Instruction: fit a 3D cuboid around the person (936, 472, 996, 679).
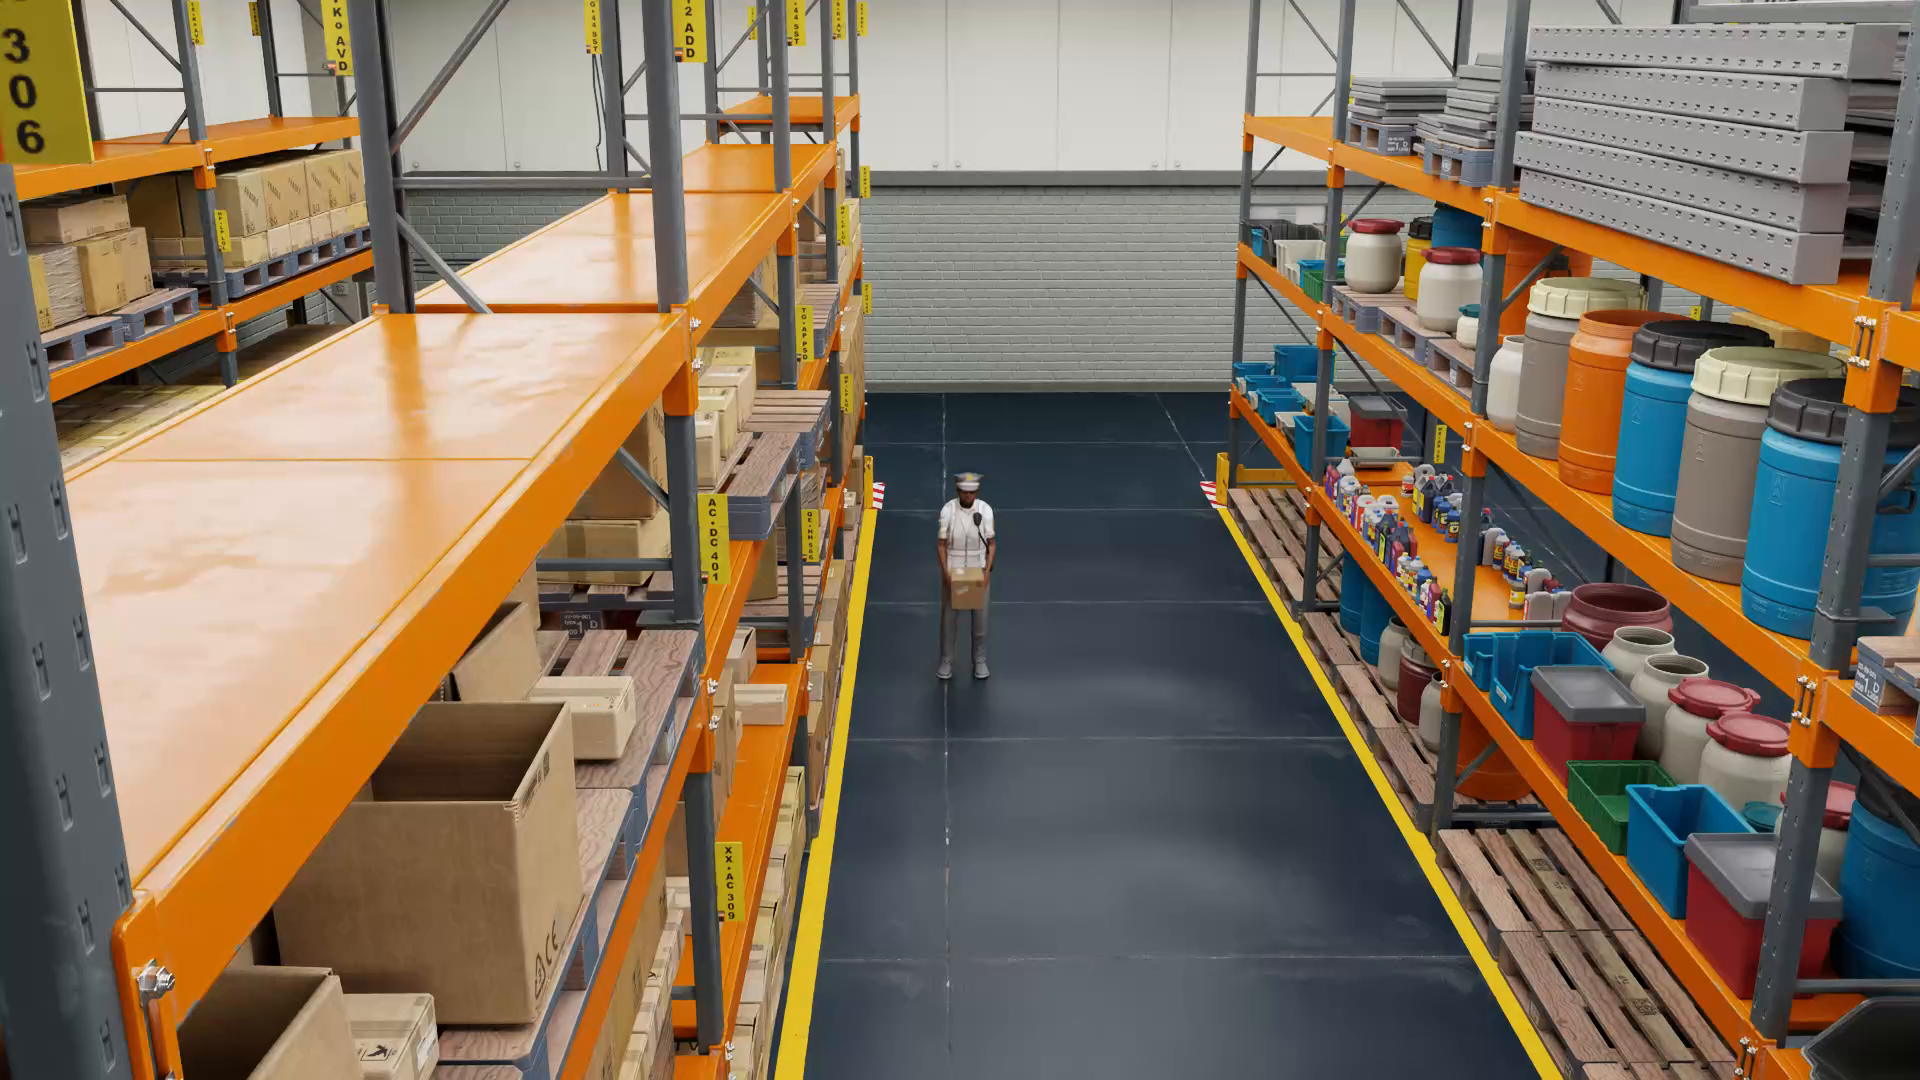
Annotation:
[{"bbox_3d":[0.049,0.271,13.162,0.479,1.680,0.429,0,17,-2],"label":"person"}]
